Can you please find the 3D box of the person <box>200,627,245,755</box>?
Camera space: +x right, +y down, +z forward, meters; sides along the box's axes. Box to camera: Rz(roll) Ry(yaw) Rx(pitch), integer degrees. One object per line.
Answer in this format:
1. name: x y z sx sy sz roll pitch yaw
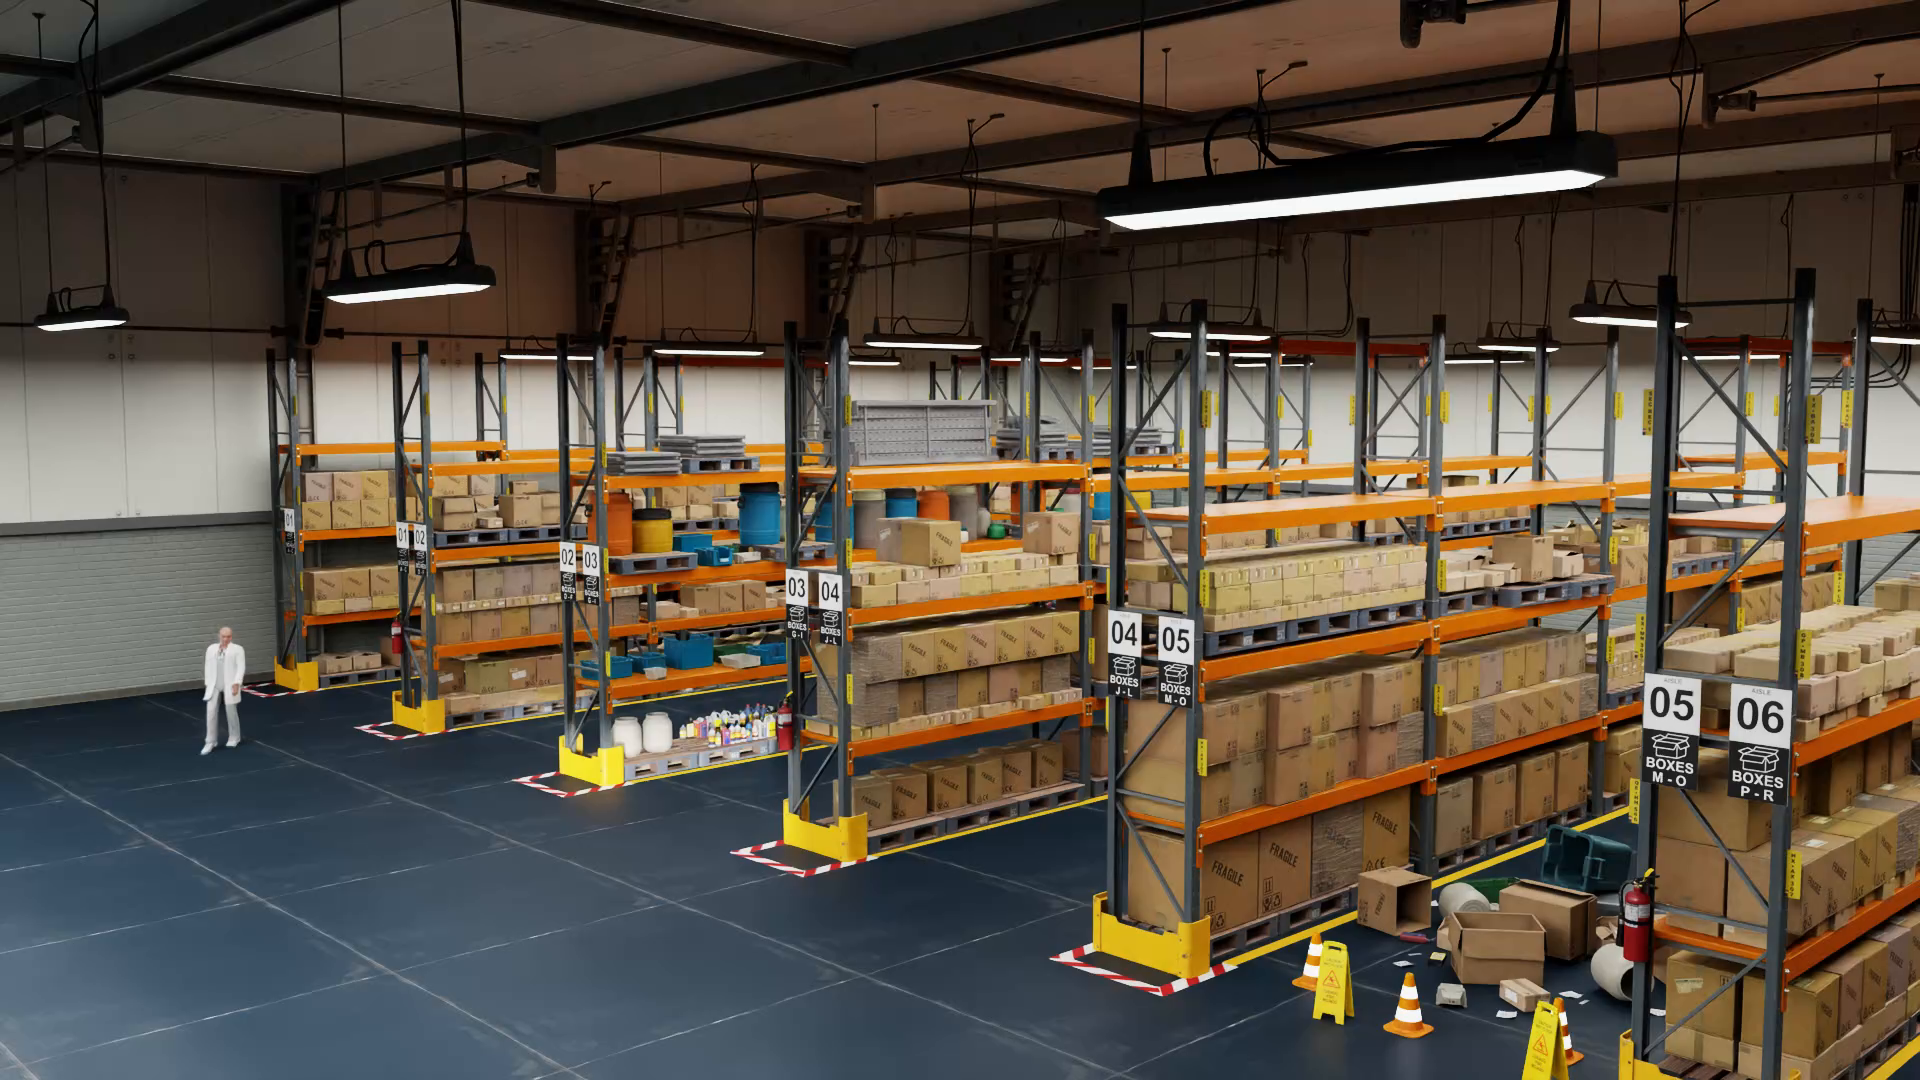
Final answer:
1. person: -10.799 2.190 24.331 0.604 1.796 0.803 -1 5 -9
